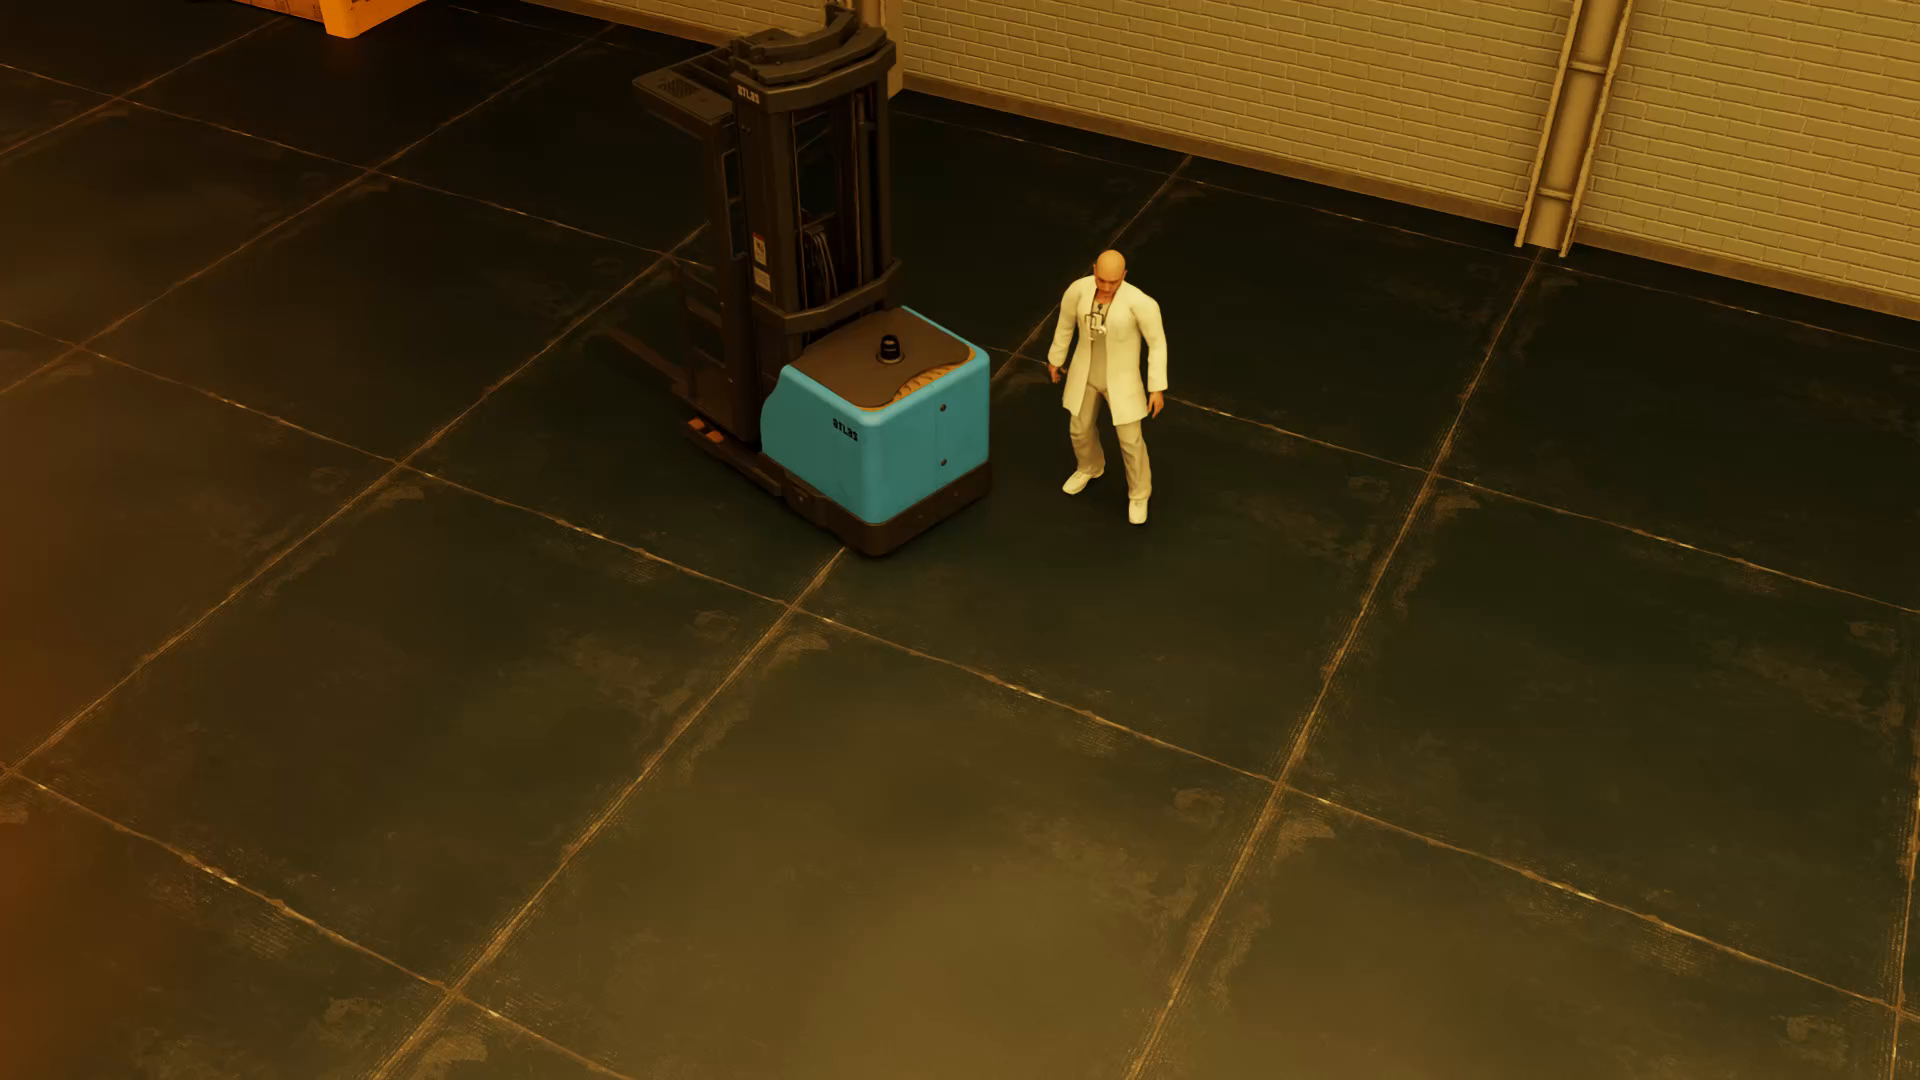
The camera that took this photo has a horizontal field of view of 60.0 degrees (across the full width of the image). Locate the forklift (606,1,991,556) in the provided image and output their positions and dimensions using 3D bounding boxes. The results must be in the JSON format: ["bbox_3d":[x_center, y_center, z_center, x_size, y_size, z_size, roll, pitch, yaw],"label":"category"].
[{"bbox_3d":[-1.192,-1.875,10.213,1.130,2.935,3.031,-32,50,-32],"label":"forklift"}]

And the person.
[{"bbox_3d":[0.879,-0.979,10.066,0.817,1.753,0.459,18,43,20],"label":"person"}]
